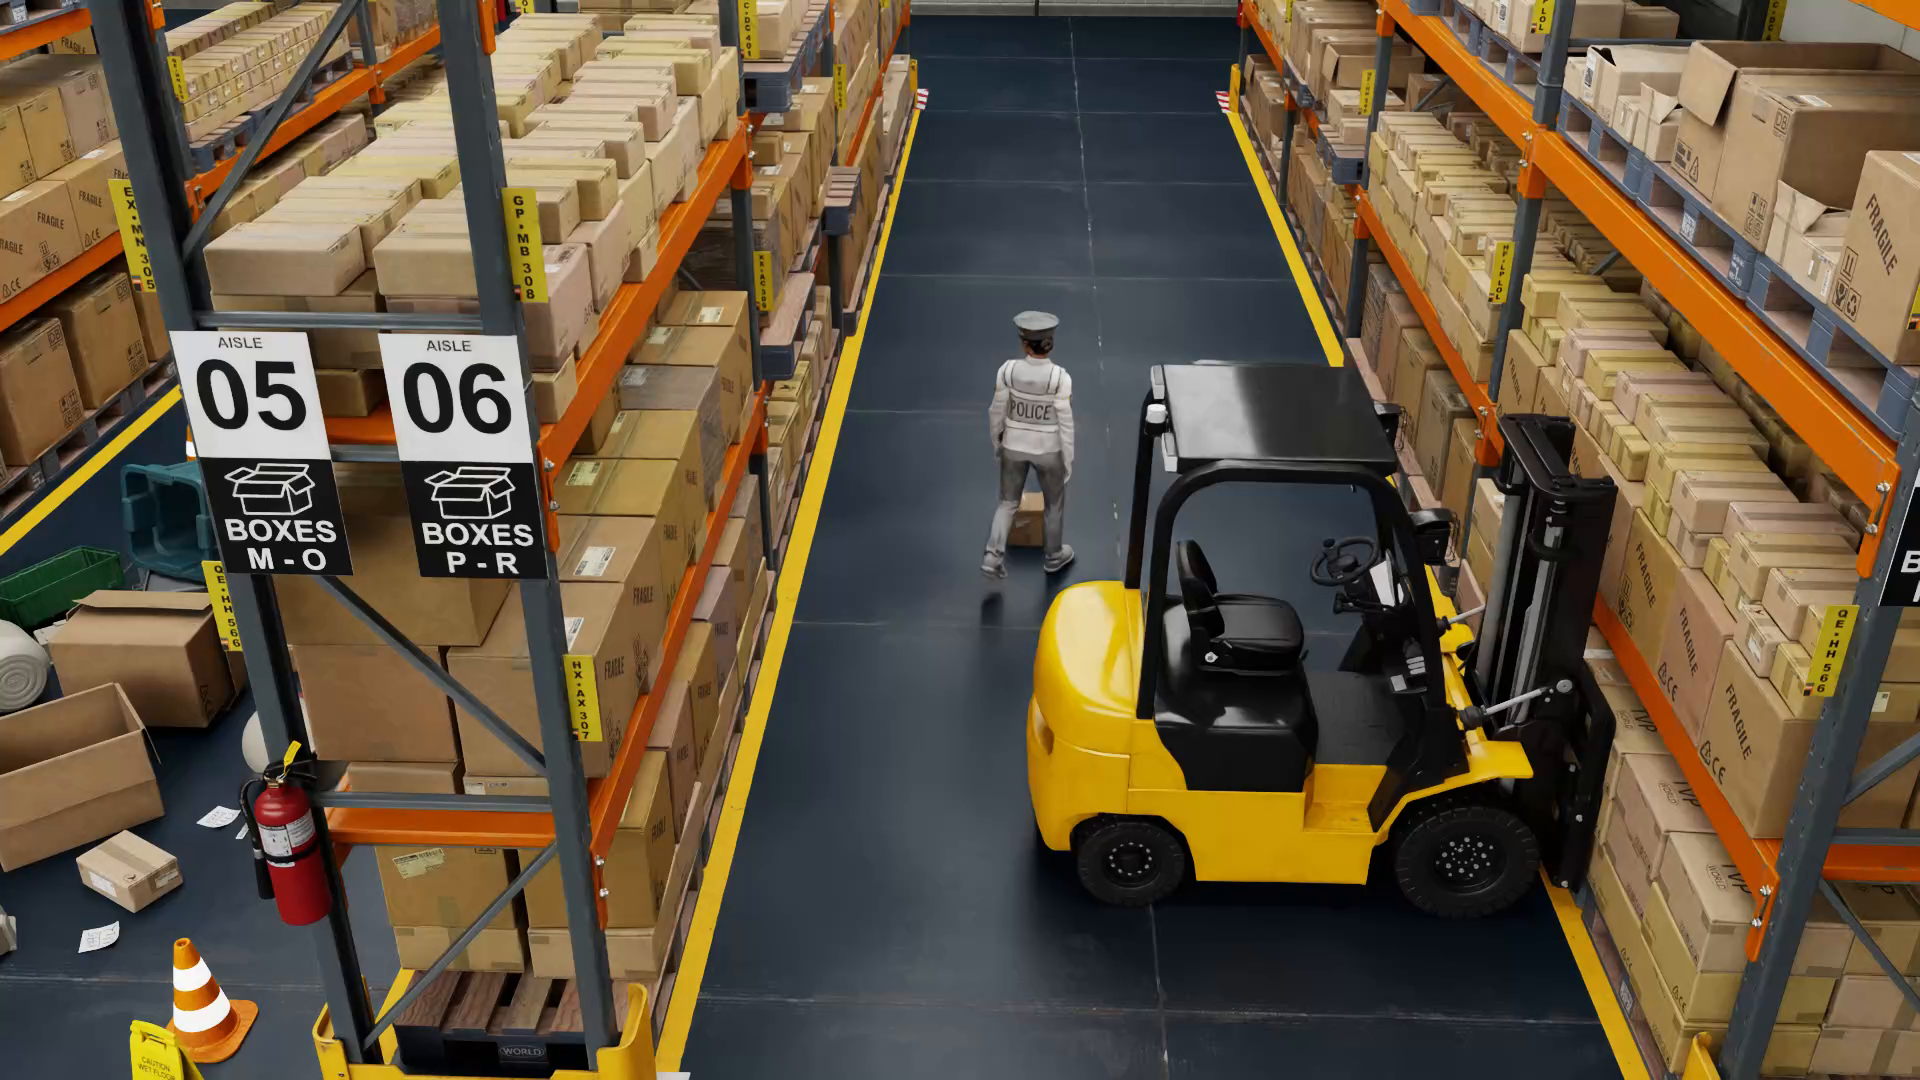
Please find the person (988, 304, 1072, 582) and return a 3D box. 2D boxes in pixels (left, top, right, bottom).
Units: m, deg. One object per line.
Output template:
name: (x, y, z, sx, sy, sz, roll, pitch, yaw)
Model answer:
person: (0.401, -0.538, 9.617, 0.476, 1.684, 0.330, 2, 28, 3)
